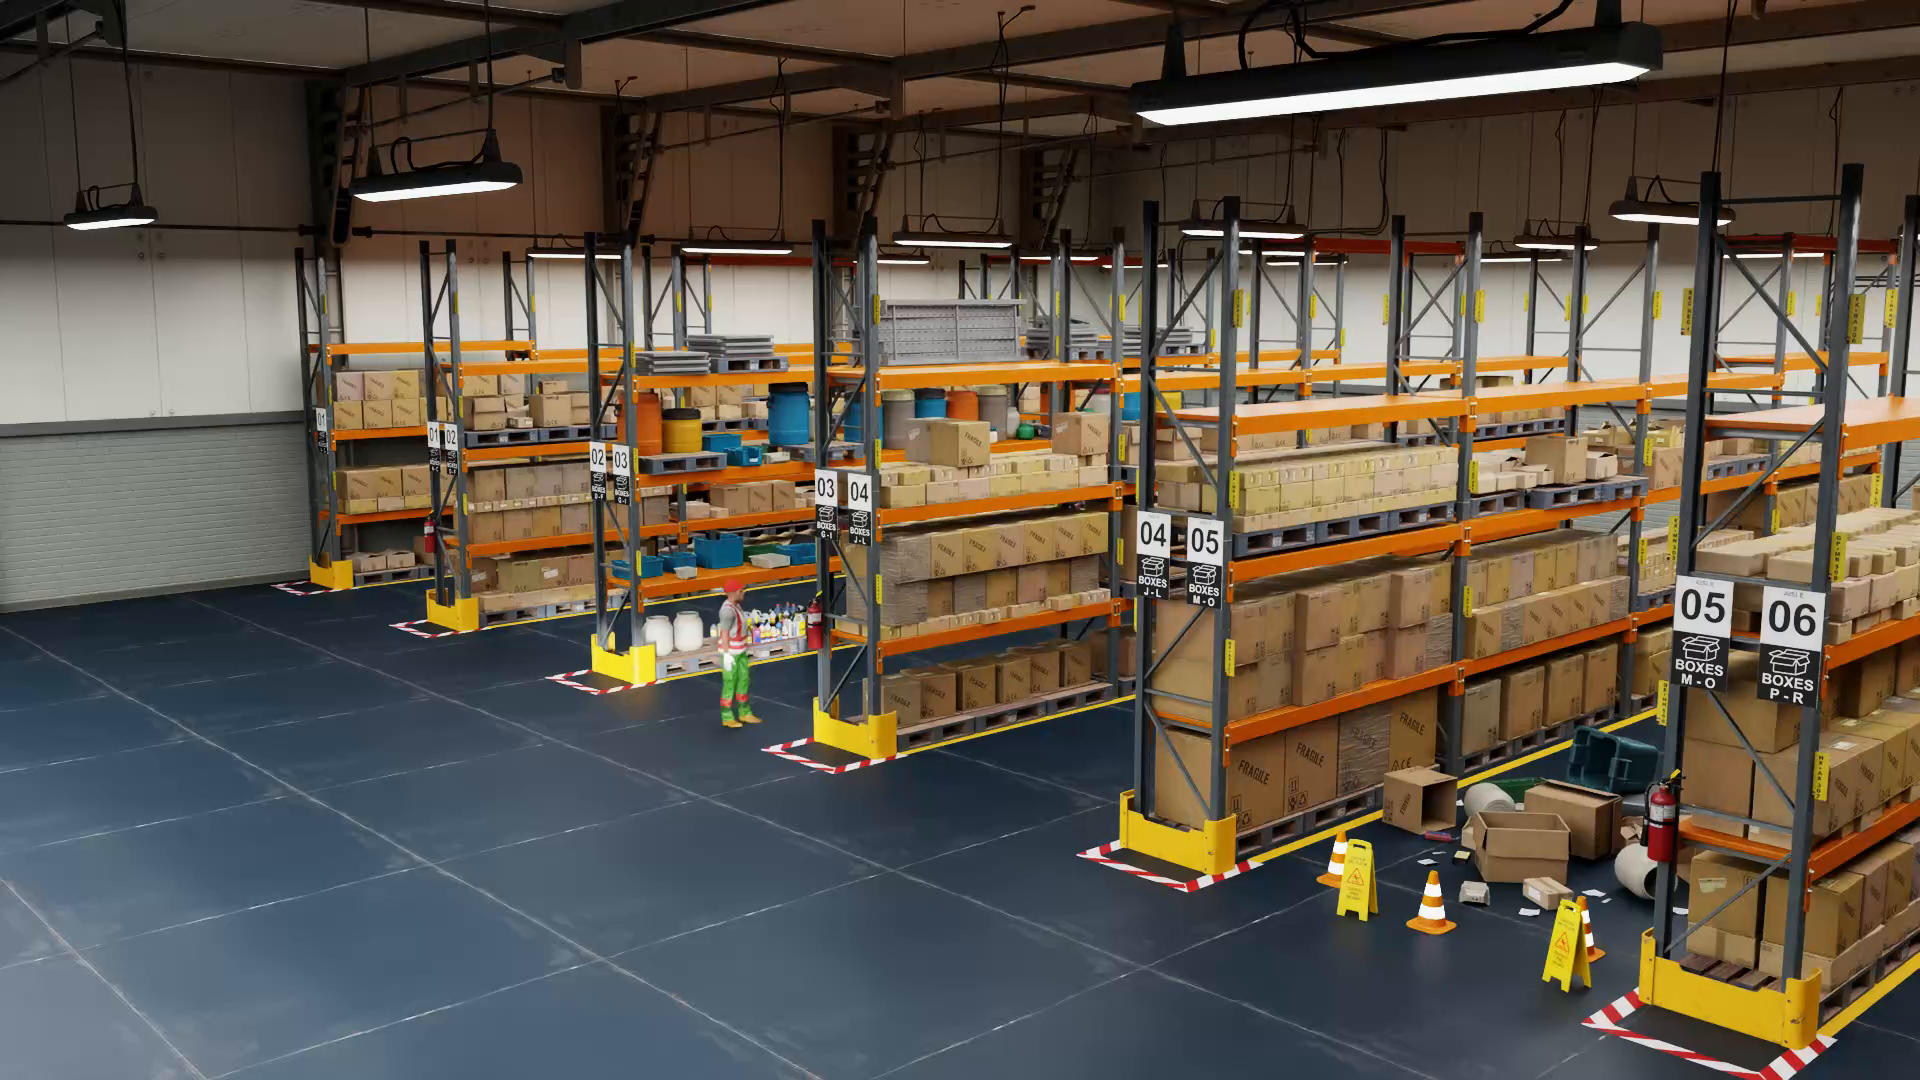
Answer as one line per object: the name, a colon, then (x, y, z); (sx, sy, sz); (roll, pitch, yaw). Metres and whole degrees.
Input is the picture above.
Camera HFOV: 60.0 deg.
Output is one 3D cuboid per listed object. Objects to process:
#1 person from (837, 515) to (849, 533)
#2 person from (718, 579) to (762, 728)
person: (-2.322, -0.575, 33.808); (0.932, 1.669, 0.578); (-7, 11, -41)
person: (-2.673, 1.370, 20.038); (0.466, 1.815, 0.646); (1, 8, 9)
